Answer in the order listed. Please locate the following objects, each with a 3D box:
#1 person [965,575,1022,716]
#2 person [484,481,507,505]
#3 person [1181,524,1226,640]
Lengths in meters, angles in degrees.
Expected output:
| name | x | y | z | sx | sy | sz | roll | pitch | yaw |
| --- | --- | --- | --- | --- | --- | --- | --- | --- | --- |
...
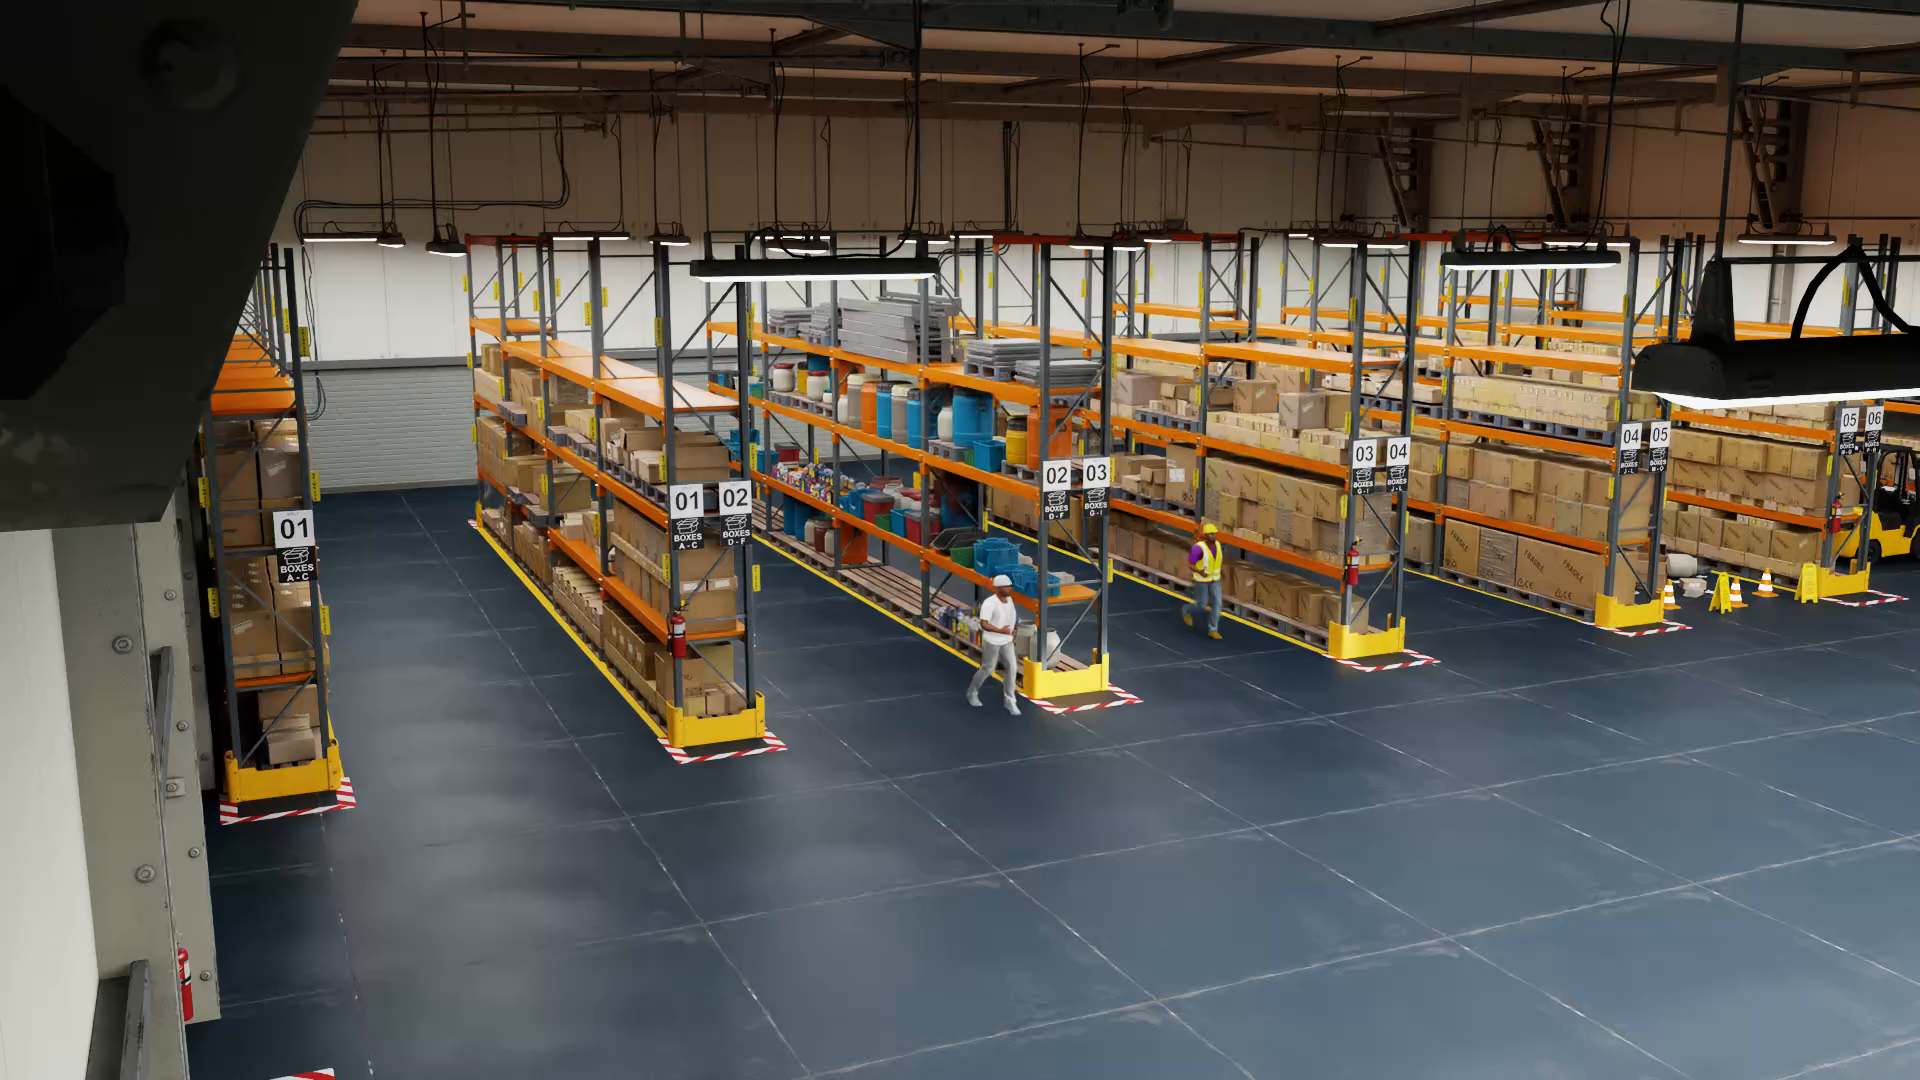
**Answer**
| name | x | y | z | sx | sy | sz | roll | pitch | yaw |
| --- | --- | --- | --- | --- | --- | --- | --- | --- | --- |
| person | 0.505 | 1.346 | 21.573 | 0.798 | 1.829 | 0.738 | 10 | 15 | 41 |
| person | -10.006 | -1.366 | 35.716 | 0.828 | 1.700 | 0.576 | -3 | 11 | -16 |
| person | 3.750 | 0.600 | 25.451 | 0.686 | 1.745 | 0.893 | -6 | 12 | -27 |
